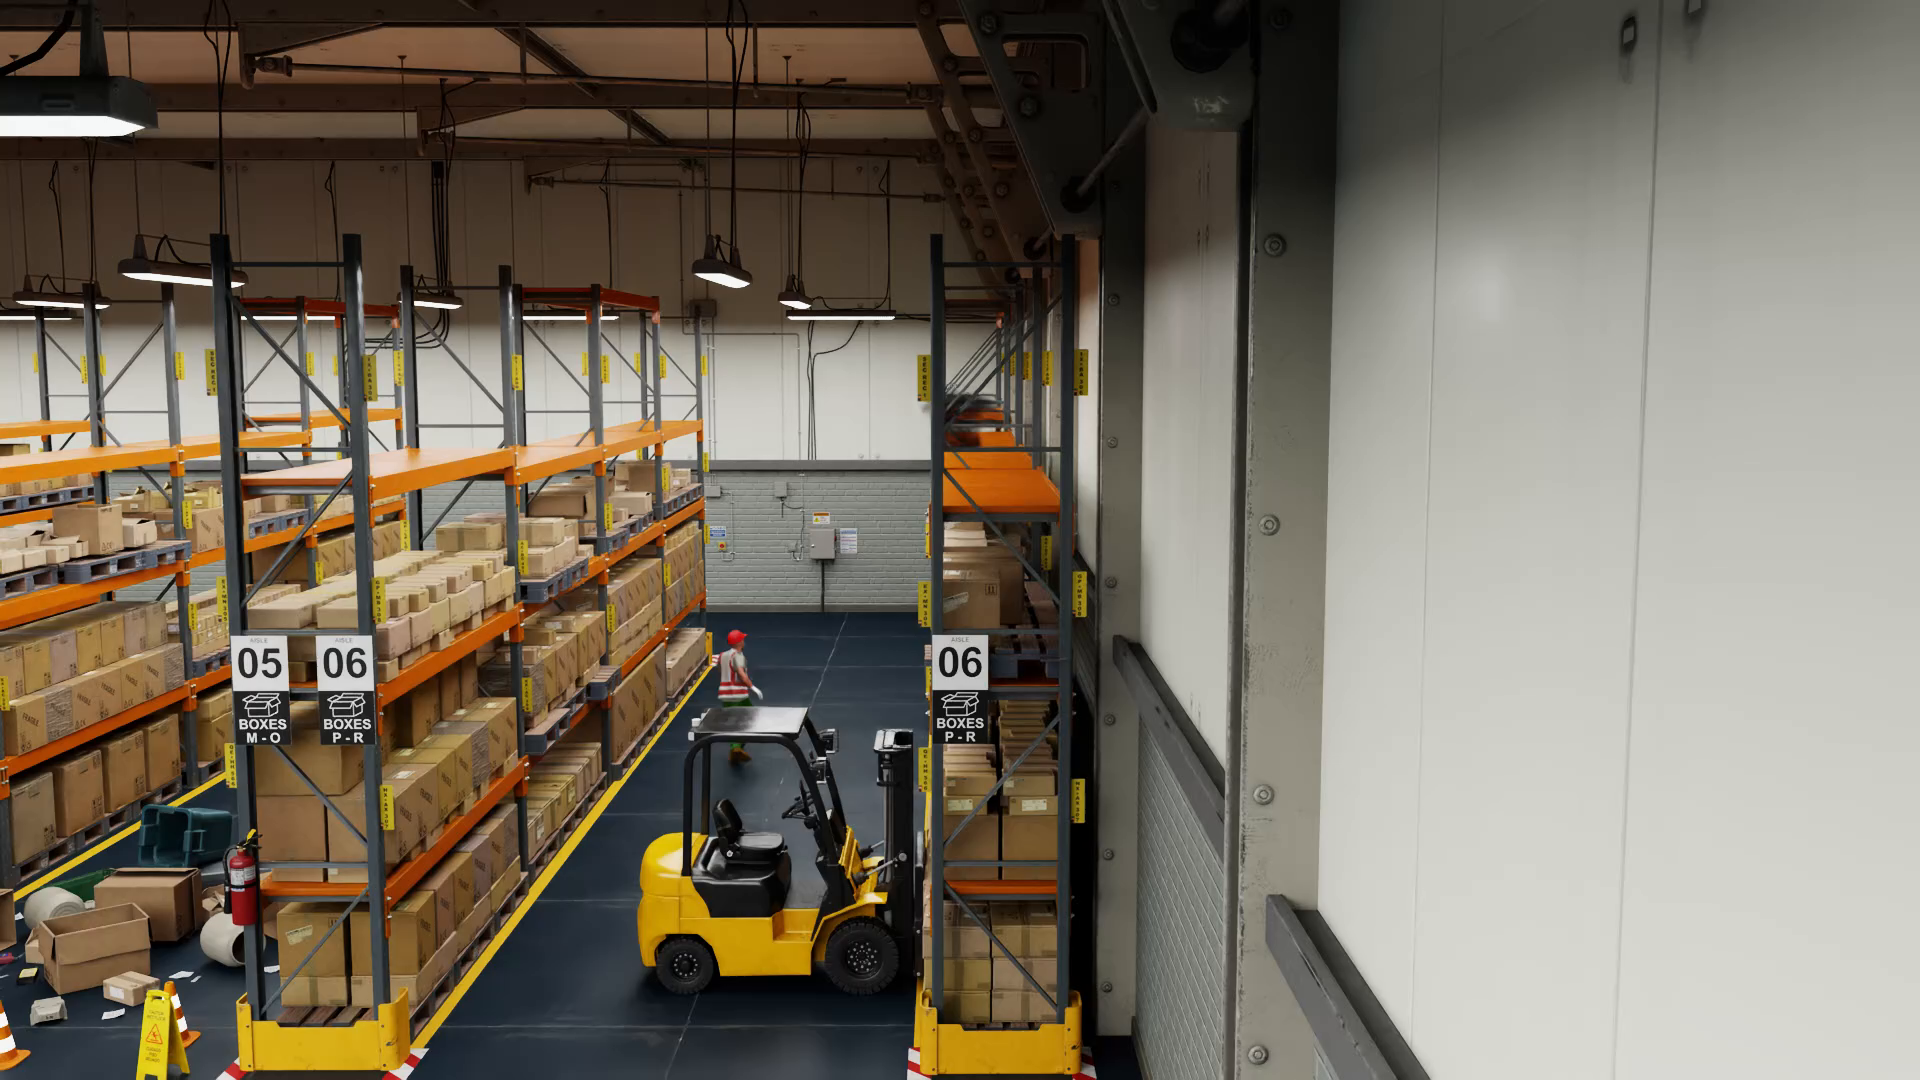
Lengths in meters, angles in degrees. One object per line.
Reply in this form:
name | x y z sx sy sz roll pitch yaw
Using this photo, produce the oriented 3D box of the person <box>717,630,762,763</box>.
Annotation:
person | -2.842 2.019 21.066 0.787 1.723 0.682 4 7 29
